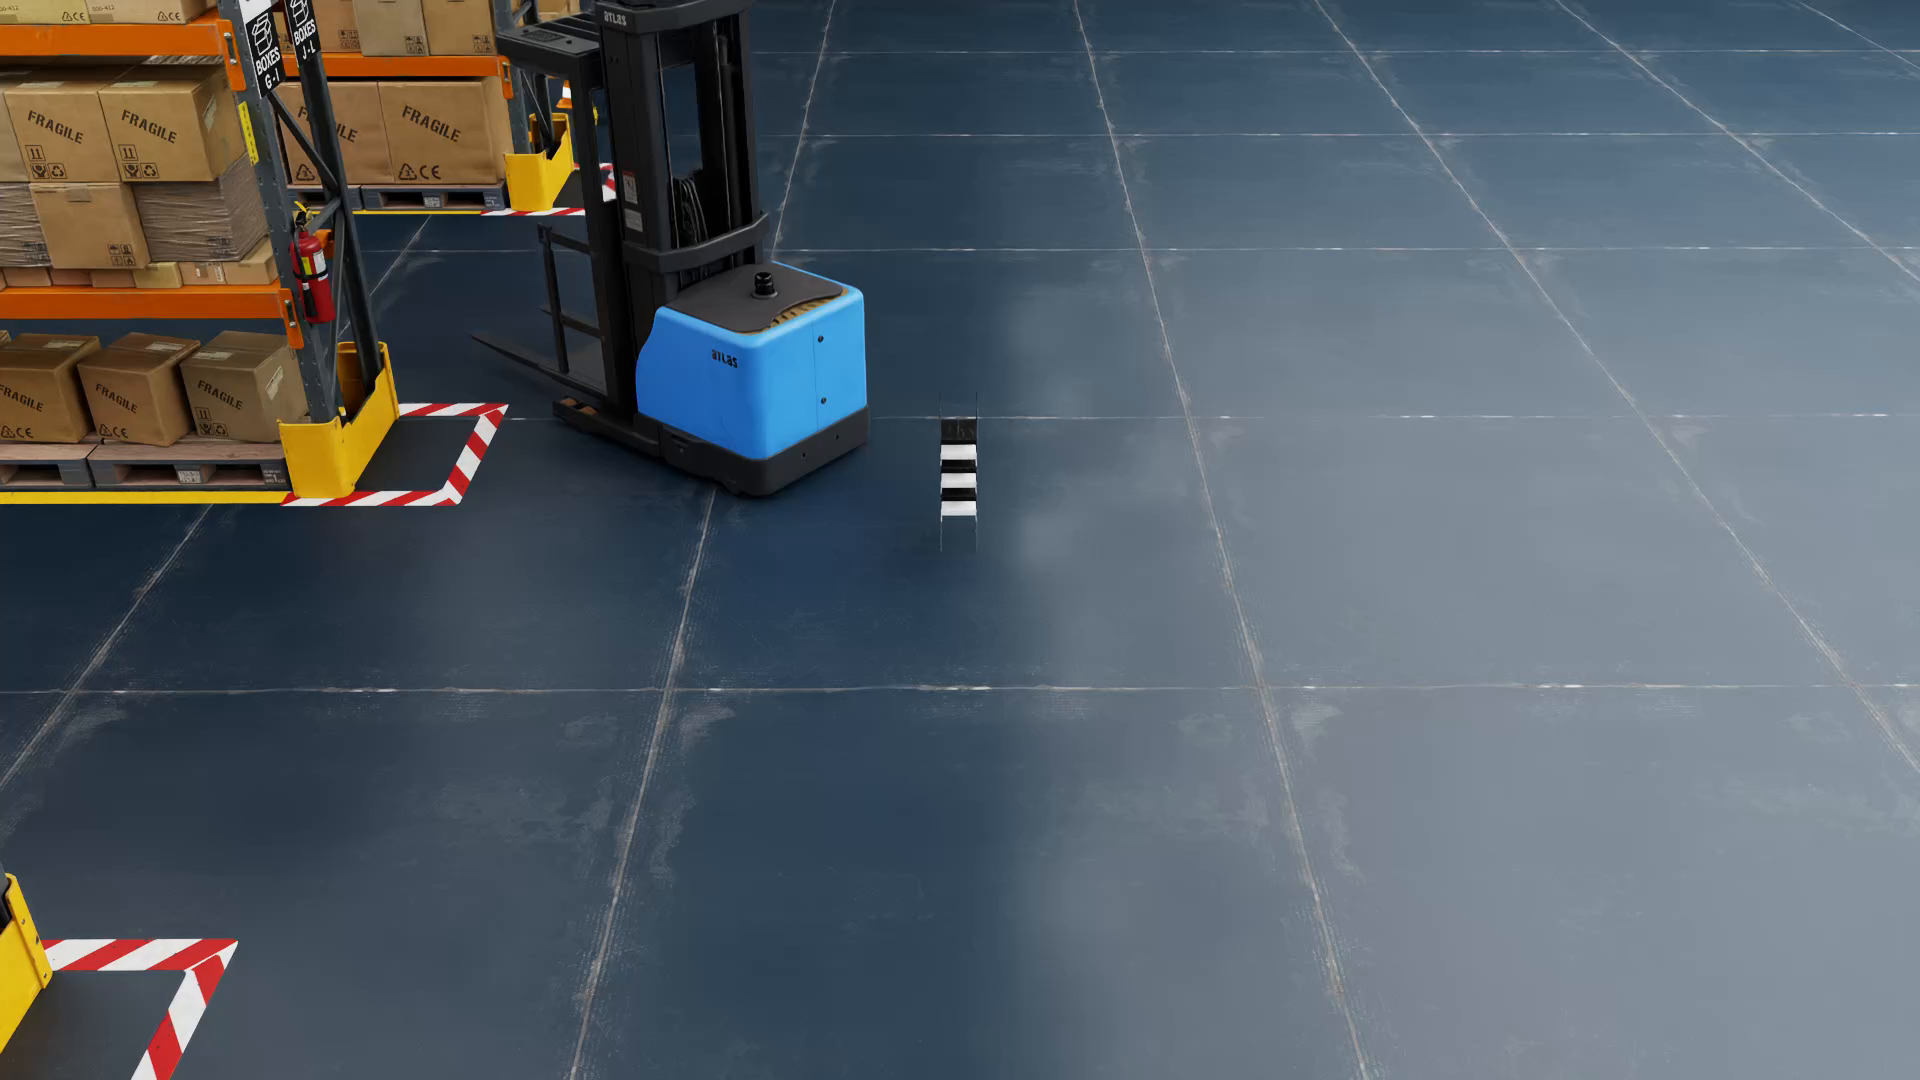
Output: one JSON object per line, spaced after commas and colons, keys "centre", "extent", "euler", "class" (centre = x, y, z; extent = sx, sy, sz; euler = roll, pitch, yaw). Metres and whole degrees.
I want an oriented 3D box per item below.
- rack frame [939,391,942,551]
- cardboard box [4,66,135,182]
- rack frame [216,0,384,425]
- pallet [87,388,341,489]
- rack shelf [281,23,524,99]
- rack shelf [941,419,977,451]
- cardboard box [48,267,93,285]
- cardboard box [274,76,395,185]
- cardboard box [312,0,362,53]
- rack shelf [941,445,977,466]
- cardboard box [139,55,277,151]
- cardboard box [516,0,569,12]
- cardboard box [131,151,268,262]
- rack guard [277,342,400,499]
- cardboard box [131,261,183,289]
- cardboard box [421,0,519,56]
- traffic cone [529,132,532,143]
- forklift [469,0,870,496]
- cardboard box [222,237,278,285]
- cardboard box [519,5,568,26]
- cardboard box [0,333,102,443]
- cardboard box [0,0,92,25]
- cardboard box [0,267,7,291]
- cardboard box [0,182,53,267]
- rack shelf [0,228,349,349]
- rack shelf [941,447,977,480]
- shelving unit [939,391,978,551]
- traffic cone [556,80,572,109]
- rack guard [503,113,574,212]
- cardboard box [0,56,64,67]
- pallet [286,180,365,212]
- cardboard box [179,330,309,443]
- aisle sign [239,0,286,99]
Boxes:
{"centre": [-0.110, -0.384, 9.405], "extent": [0.006, 0.900, 0.240], "euler": [0, 31, 0], "class": "rack frame"}
{"centre": [-4.847, -2.300, 9.191], "extent": [0.500, 0.500, 0.500], "euler": [0, 31, 0], "class": "cardboard box"}
{"centre": [-3.798, -1.837, 9.775], "extent": [0.127, 3.000, 1.000], "euler": [0, 31, 0], "class": "rack frame"}
{"centre": [-4.687, -0.661, 10.524], "extent": [1.213, 0.211, 1.003], "euler": [0, 31, 0], "class": "pallet"}
{"centre": [-5.727, -4.096, 14.193], "extent": [4.000, 0.370, 1.077], "euler": [0, 31, 0], "class": "rack shelf"}
{"centre": [-0.008, -0.587, 9.283], "extent": [0.200, 0.077, 0.258], "euler": [0, 31, 0], "class": "rack shelf"}
{"centre": [-5.082, -1.622, 9.663], "extent": [0.250, 0.149, 0.380], "euler": [0, 31, 0], "class": "cardboard box"}
{"centre": [-5.285, -3.641, 14.392], "extent": [0.875, 0.875, 0.875], "euler": [-1, 31, -1], "class": "cardboard box"}
{"centre": [-5.208, -4.500, 14.020], "extent": [0.550, 0.550, 0.875], "euler": [0, 31, 0], "class": "cardboard box"}
{"centre": [-0.008, -0.510, 9.330], "extent": [0.200, 0.077, 0.258], "euler": [0, 31, 0], "class": "rack shelf"}
{"centre": [-4.350, -2.574, 9.643], "extent": [0.500, 0.500, 0.500], "euler": [0, 31, 0], "class": "cardboard box"}
{"centre": [-4.657, -6.164, 18.430], "extent": [0.500, 0.500, 0.500], "euler": [0, 31, 0], "class": "cardboard box"}
{"centre": [-4.348, -2.020, 9.693], "extent": [0.500, 0.500, 0.875], "euler": [0, 31, 0], "class": "cardboard box"}
{"centre": [-3.874, -0.768, 10.423], "extent": [0.348, 0.500, 1.175], "euler": [0, 31, 0], "class": "rack guard"}
{"centre": [-4.582, -1.594, 9.617], "extent": [0.250, 0.149, 0.380], "euler": [0, 31, 0], "class": "cardboard box"}
{"centre": [-4.098, -4.450, 13.937], "extent": [0.550, 0.550, 0.875], "euler": [0, 31, 0], "class": "cardboard box"}
{"centre": [-4.267, -4.061, 15.886], "extent": [0.334, 0.463, 0.336], "euler": [0, 31, 0], "class": "traffic cone"}
{"centre": [-2.034, -2.139, 10.339], "extent": [3.031, 2.935, 1.130], "euler": [23, 38, 33], "class": "forklift"}
{"centre": [-4.082, -1.622, 9.663], "extent": [0.250, 0.149, 0.380], "euler": [0, 31, 0], "class": "cardboard box"}
{"centre": [-4.689, -5.839, 18.618], "extent": [0.500, 0.250, 0.500], "euler": [0, 31, -1], "class": "cardboard box"}
{"centre": [-5.646, -0.943, 10.307], "extent": [0.500, 0.500, 0.500], "euler": [3, 31, 4], "class": "cardboard box"}
{"centre": [-4.778, -2.919, 8.811], "extent": [0.500, 0.250, 0.500], "euler": [0, 31, 0], "class": "cardboard box"}
{"centre": [-5.581, -1.563, 9.565], "extent": [0.250, 0.149, 0.380], "euler": [0, 31, 0], "class": "cardboard box"}
{"centre": [-5.348, -1.977, 9.622], "extent": [0.500, 0.500, 0.875], "euler": [0, 31, 0], "class": "cardboard box"}
{"centre": [-5.798, -1.523, 9.952], "extent": [4.000, 0.370, 1.077], "euler": [0, 31, 0], "class": "rack shelf"}
{"centre": [-0.008, -0.433, 9.376], "extent": [0.200, 0.077, 0.258], "euler": [0, 31, 0], "class": "rack shelf"}
{"centre": [-0.008, -0.385, 9.406], "extent": [0.210, 0.900, 0.258], "euler": [0, 31, 0], "class": "shelving unit"}
{"centre": [-3.933, -4.648, 16.853], "extent": [0.334, 0.463, 0.336], "euler": [0, 31, 0], "class": "traffic cone"}
{"centre": [-3.703, -3.342, 14.665], "extent": [0.348, 0.500, 1.175], "euler": [0, 31, 0], "class": "rack guard"}
{"centre": [-5.350, -2.574, 9.643], "extent": [0.500, 0.500, 0.500], "euler": [0, 31, 0], "class": "cardboard box"}
{"centre": [-5.743, -3.173, 14.665], "extent": [1.213, 0.211, 1.003], "euler": [0, 31, 0], "class": "pallet"}
{"centre": [-4.423, -0.955, 10.326], "extent": [0.500, 0.500, 0.500], "euler": [5, 32, 9], "class": "cardboard box"}
{"centre": [-3.734, -2.793, 8.845], "extent": [0.004, 0.787, 0.394], "euler": [0, 31, 0], "class": "aisle sign"}
